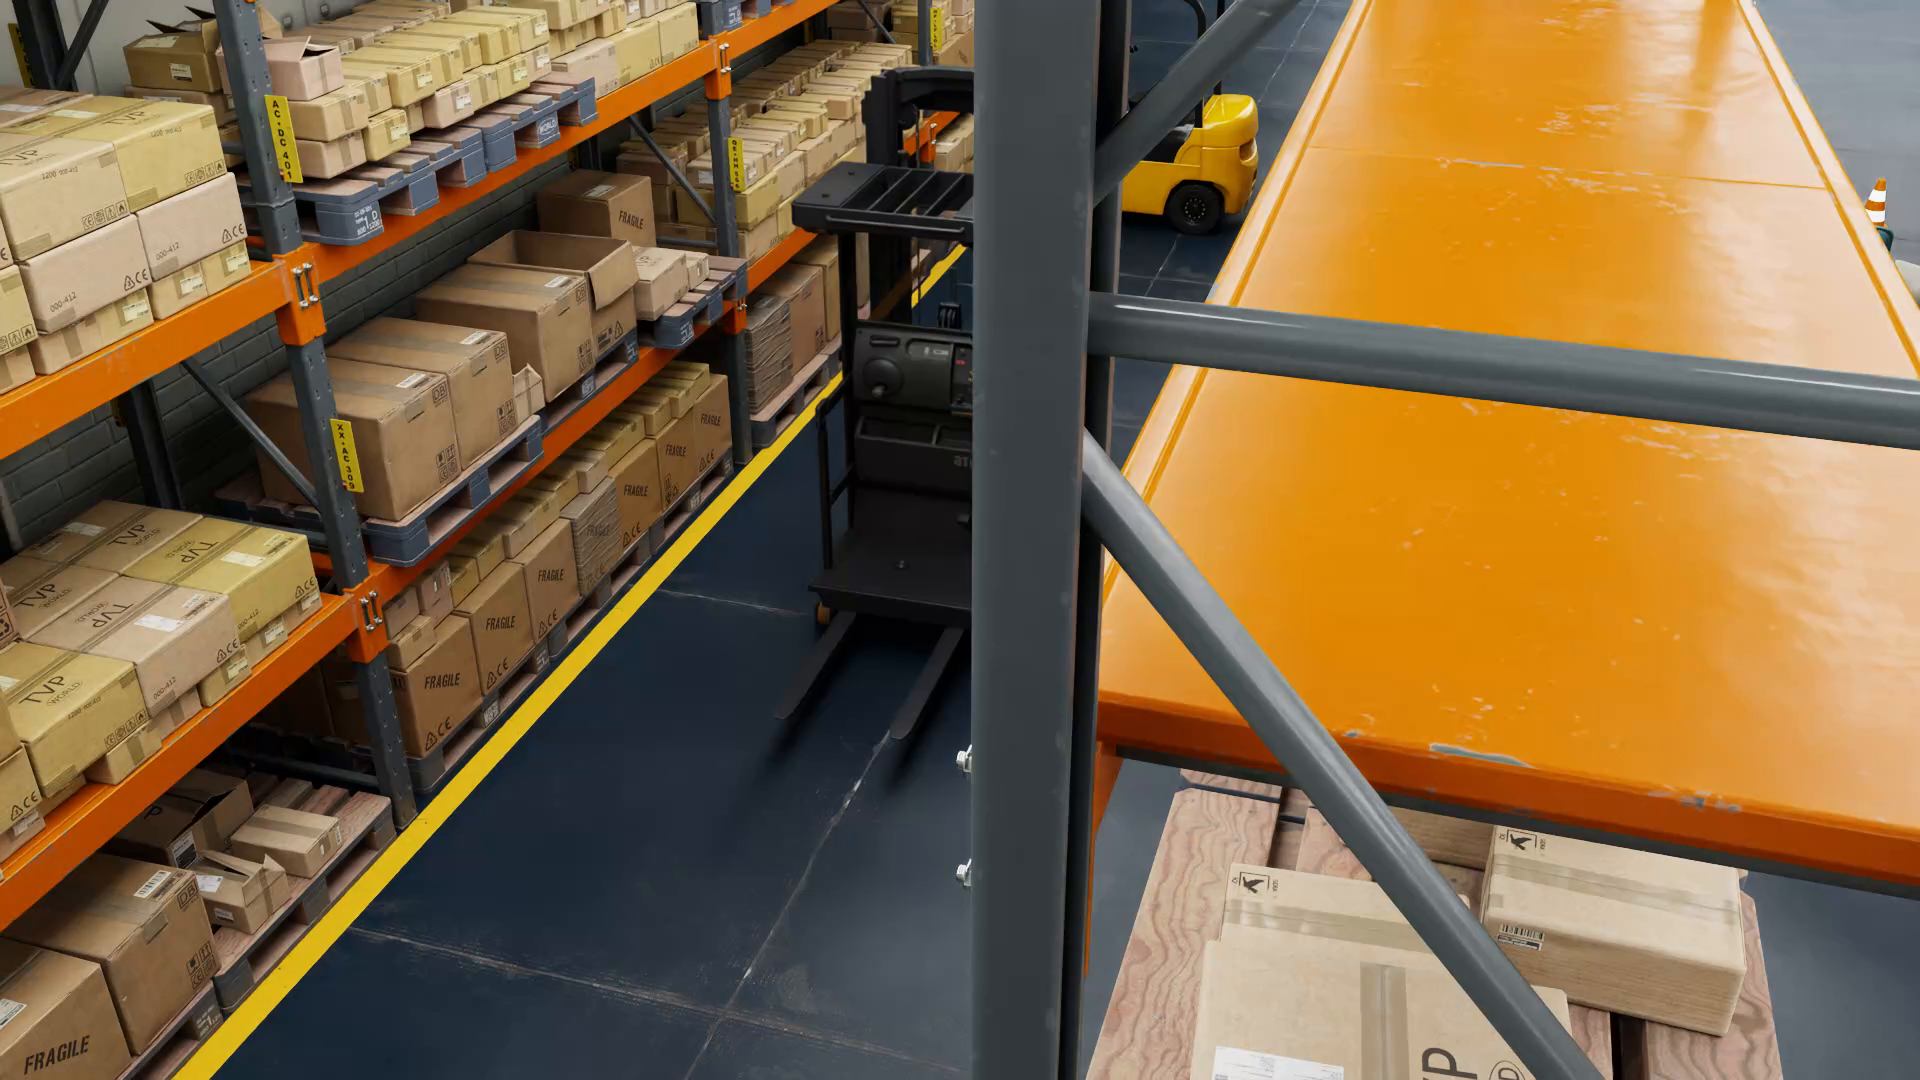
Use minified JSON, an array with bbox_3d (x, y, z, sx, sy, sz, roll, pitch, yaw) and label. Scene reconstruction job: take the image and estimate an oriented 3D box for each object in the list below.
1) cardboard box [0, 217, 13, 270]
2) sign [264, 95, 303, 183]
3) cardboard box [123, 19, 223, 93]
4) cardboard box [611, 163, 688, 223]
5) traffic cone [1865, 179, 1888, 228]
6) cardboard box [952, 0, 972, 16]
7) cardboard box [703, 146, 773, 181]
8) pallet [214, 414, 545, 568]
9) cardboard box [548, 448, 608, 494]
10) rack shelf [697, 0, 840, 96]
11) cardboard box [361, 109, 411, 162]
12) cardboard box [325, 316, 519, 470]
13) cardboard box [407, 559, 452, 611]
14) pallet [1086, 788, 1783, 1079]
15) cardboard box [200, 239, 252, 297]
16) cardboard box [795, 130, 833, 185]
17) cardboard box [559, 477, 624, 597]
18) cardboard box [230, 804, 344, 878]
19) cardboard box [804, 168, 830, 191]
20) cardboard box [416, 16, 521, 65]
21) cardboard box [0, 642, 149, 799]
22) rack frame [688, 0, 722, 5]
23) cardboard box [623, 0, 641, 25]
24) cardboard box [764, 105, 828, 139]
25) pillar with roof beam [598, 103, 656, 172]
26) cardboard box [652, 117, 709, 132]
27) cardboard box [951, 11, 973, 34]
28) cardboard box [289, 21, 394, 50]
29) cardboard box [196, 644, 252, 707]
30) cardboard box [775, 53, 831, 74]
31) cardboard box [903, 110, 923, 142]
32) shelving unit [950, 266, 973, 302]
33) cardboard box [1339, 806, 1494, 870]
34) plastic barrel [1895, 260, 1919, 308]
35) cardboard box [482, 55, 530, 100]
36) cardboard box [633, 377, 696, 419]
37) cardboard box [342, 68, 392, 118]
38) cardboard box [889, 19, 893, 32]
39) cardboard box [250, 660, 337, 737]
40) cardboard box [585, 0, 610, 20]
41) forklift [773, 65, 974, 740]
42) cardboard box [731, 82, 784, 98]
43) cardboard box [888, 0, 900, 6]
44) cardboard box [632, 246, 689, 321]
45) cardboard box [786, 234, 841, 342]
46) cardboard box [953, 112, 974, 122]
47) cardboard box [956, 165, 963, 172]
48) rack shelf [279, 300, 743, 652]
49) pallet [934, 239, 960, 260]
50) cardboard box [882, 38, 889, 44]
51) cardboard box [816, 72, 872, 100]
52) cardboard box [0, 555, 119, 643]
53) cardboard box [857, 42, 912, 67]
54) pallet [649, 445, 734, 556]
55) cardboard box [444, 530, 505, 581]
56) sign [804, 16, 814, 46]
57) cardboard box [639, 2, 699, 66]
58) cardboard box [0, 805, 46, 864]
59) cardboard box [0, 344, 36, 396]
[{"bbox_3d":[-3.283,-0.897,5.026,0.500,0.250,0.500,9,30,16],"label":"cardboard box"},{"bbox_3d":[-2.547,-1.507,6.256,0.100,0.325,0.005,8,30,15],"label":"sign"},{"bbox_3d":[-3.043,-1.935,6.549,0.396,0.266,0.258,8,30,14],"label":"cardboard box"},{"bbox_3d":[-2.027,-2.304,10.946,0.500,0.250,0.500,9,30,16],"label":"cardboard box"},{"bbox_3d":[8.449,-3.102,15.350,0.336,0.463,0.334,8,30,15],"label":"traffic cone"},{"bbox_3d":[-0.112,-4.684,14.508,0.380,0.149,0.250,9,30,16],"label":"cardboard box"},{"bbox_3d":[-1.441,-2.460,10.817,0.380,0.149,0.250,9,30,16],"label":"cardboard box"},{"bbox_3d":[-2.729,-0.316,7.930,1.003,0.211,1.213,8,30,15],"label":"pallet"},{"bbox_3d":[-2.212,-0.400,9.355,0.380,0.149,0.250,7,30,12],"label":"cardboard box"},{"bbox_3d":[-1.307,-3.829,11.702,1.077,0.370,4.000,8,30,15],"label":"rack shelf"},{"bbox_3d":[-2.491,-1.670,6.804,0.380,0.149,0.250,9,30,15],"label":"cardboard box"},{"bbox_3d":[-2.560,-0.705,7.897,0.700,0.500,0.500,9,30,15],"label":"cardboard box"},{"bbox_3d":[-2.678,0.195,7.980,0.380,0.149,0.250,7,30,12],"label":"cardboard box"},{"bbox_3d":[0.712,0.903,2.547,1.003,0.211,1.213,8,30,15],"label":"pallet"},{"bbox_3d":[-2.891,-1.036,6.199,0.380,0.149,0.250,8,30,15],"label":"cardboard box"},{"bbox_3d":[-1.211,-2.700,11.659,0.500,0.250,0.500,8,30,14],"label":"cardboard box"},{"bbox_3d":[-2.255,-0.048,9.390,0.500,0.500,0.500,7,30,13],"label":"cardboard box"},{"bbox_3d":[-2.950,1.319,7.294,0.380,0.149,0.250,8,30,13],"label":"cardboard box"},{"bbox_3d":[-1.233,-2.482,11.781,0.500,0.250,0.500,8,30,13],"label":"cardboard box"},{"bbox_3d":[-2.248,-2.287,7.608,0.380,0.149,0.250,9,30,15],"label":"cardboard box"},{"bbox_3d":[-3.276,0.628,5.884,0.500,0.250,0.500,8,30,15],"label":"cardboard box"},{"bbox_3d":[-1.894,-4.525,9.127,1.000,3.000,0.127,8,30,15],"label":"rack frame"},{"bbox_3d":[-1.964,-2.887,9.013,0.380,0.149,0.250,9,30,16],"label":"cardboard box"},{"bbox_3d":[-1.150,-2.937,11.675,0.380,0.149,0.250,9,30,16],"label":"cardboard box"},{"bbox_3d":[1.743,-4.645,9.343,9.100,9.000,0.400,8,30,15],"label":"pillar with roof beam"},{"bbox_3d":[-1.882,-2.783,11.398,0.380,0.149,0.250,8,30,14],"label":"cardboard box"},{"bbox_3d":[-0.107,-4.549,14.572,0.380,0.149,0.250,9,30,16],"label":"cardboard box"},{"bbox_3d":[-2.785,-2.237,7.517,0.380,0.149,0.250,8,30,13],"label":"cardboard box"},{"bbox_3d":[-3.029,0.498,6.527,0.380,0.149,0.250,9,30,16],"label":"cardboard box"},{"bbox_3d":[-1.231,-3.723,13.087,0.380,0.149,0.250,8,30,15],"label":"cardboard box"},{"bbox_3d":[-0.617,-3.425,13.475,0.500,0.250,0.500,9,30,16],"label":"cardboard box"},{"bbox_3d":[0.323,-1.216,10.892,0.587,1.500,1.083,8,30,14],"label":"shelving unit"},{"bbox_3d":[0.992,0.334,3.036,0.500,0.311,0.500,9,30,16],"label":"cardboard box"},{"bbox_3d":[7.655,-2.016,13.439,0.421,0.421,0.512,-17,34,-28],"label":"plastic barrel"},{"bbox_3d":[-2.219,-2.146,7.660,0.380,0.149,0.250,9,30,16],"label":"cardboard box"},{"bbox_3d":[-1.847,-0.881,10.219,0.380,0.149,0.250,7,30,12],"label":"cardboard box"},{"bbox_3d":[-2.551,-1.813,6.755,0.380,0.149,0.250,9,30,16],"label":"cardboard box"},{"bbox_3d":[-0.745,-4.518,14.516,0.380,0.149,0.250,9,30,16],"label":"cardboard box"},{"bbox_3d":[-3.206,0.594,8.235,0.500,0.500,0.500,8,30,15],"label":"cardboard box"},{"bbox_3d":[-2.021,-2.765,8.487,0.380,0.149,0.250,8,30,14],"label":"cardboard box"},{"bbox_3d":[-0.184,-0.871,8.801,1.130,2.935,3.031,8,30,14],"label":"forklift"},{"bbox_3d":[-1.520,-3.254,12.244,0.380,0.149,0.250,9,30,15],"label":"cardboard box"},{"bbox_3d":[-0.736,-4.646,14.440,0.380,0.149,0.250,8,30,14],"label":"cardboard box"},{"bbox_3d":[-1.894,-1.484,9.555,0.500,0.250,0.500,7,30,13],"label":"cardboard box"},{"bbox_3d":[-1.316,-1.954,12.688,0.875,0.625,0.625,7,30,13],"label":"cardboard box"},{"bbox_3d":[0.017,-3.830,15.417,0.500,0.250,0.500,10,30,17],"label":"cardboard box"},{"bbox_3d":[-0.282,-3.143,14.696,0.500,0.250,0.500,8,30,15],"label":"cardboard box"},{"bbox_3d":[-2.481,-0.659,9.089,1.077,0.370,4.000,8,30,15],"label":"rack shelf"},{"bbox_3d":[-0.446,-2.907,15.258,1.003,0.211,1.213,8,30,15],"label":"pallet"},{"bbox_3d":[-0.846,-4.053,14.347,0.500,0.500,0.500,8,30,15],"label":"cardboard box"},{"bbox_3d":[-0.875,-3.416,12.535,0.380,0.149,0.250,8,30,14],"label":"cardboard box"},{"bbox_3d":[-3.612,0.317,6.442,0.500,0.250,0.500,8,30,14],"label":"cardboard box"},{"bbox_3d":[-0.608,-3.899,13.402,0.380,0.149,0.250,10,30,17],"label":"cardboard box"},{"bbox_3d":[-2.149,-0.343,10.649,1.003,0.211,1.213,8,30,15],"label":"pallet"},{"bbox_3d":[-2.569,0.063,8.524,0.380,0.149,0.250,8,30,14],"label":"cardboard box"},{"bbox_3d":[-1.251,-4.253,13.838,0.100,0.325,0.005,8,30,15],"label":"sign"},{"bbox_3d":[-1.812,-2.875,9.401,0.500,0.250,0.500,7,30,13],"label":"cardboard box"},{"bbox_3d":[-3.390,0.965,5.689,0.380,0.149,0.250,8,30,15],"label":"cardboard box"},{"bbox_3d":[-3.236,-0.565,5.354,0.380,0.149,0.250,10,30,17],"label":"cardboard box"}]
